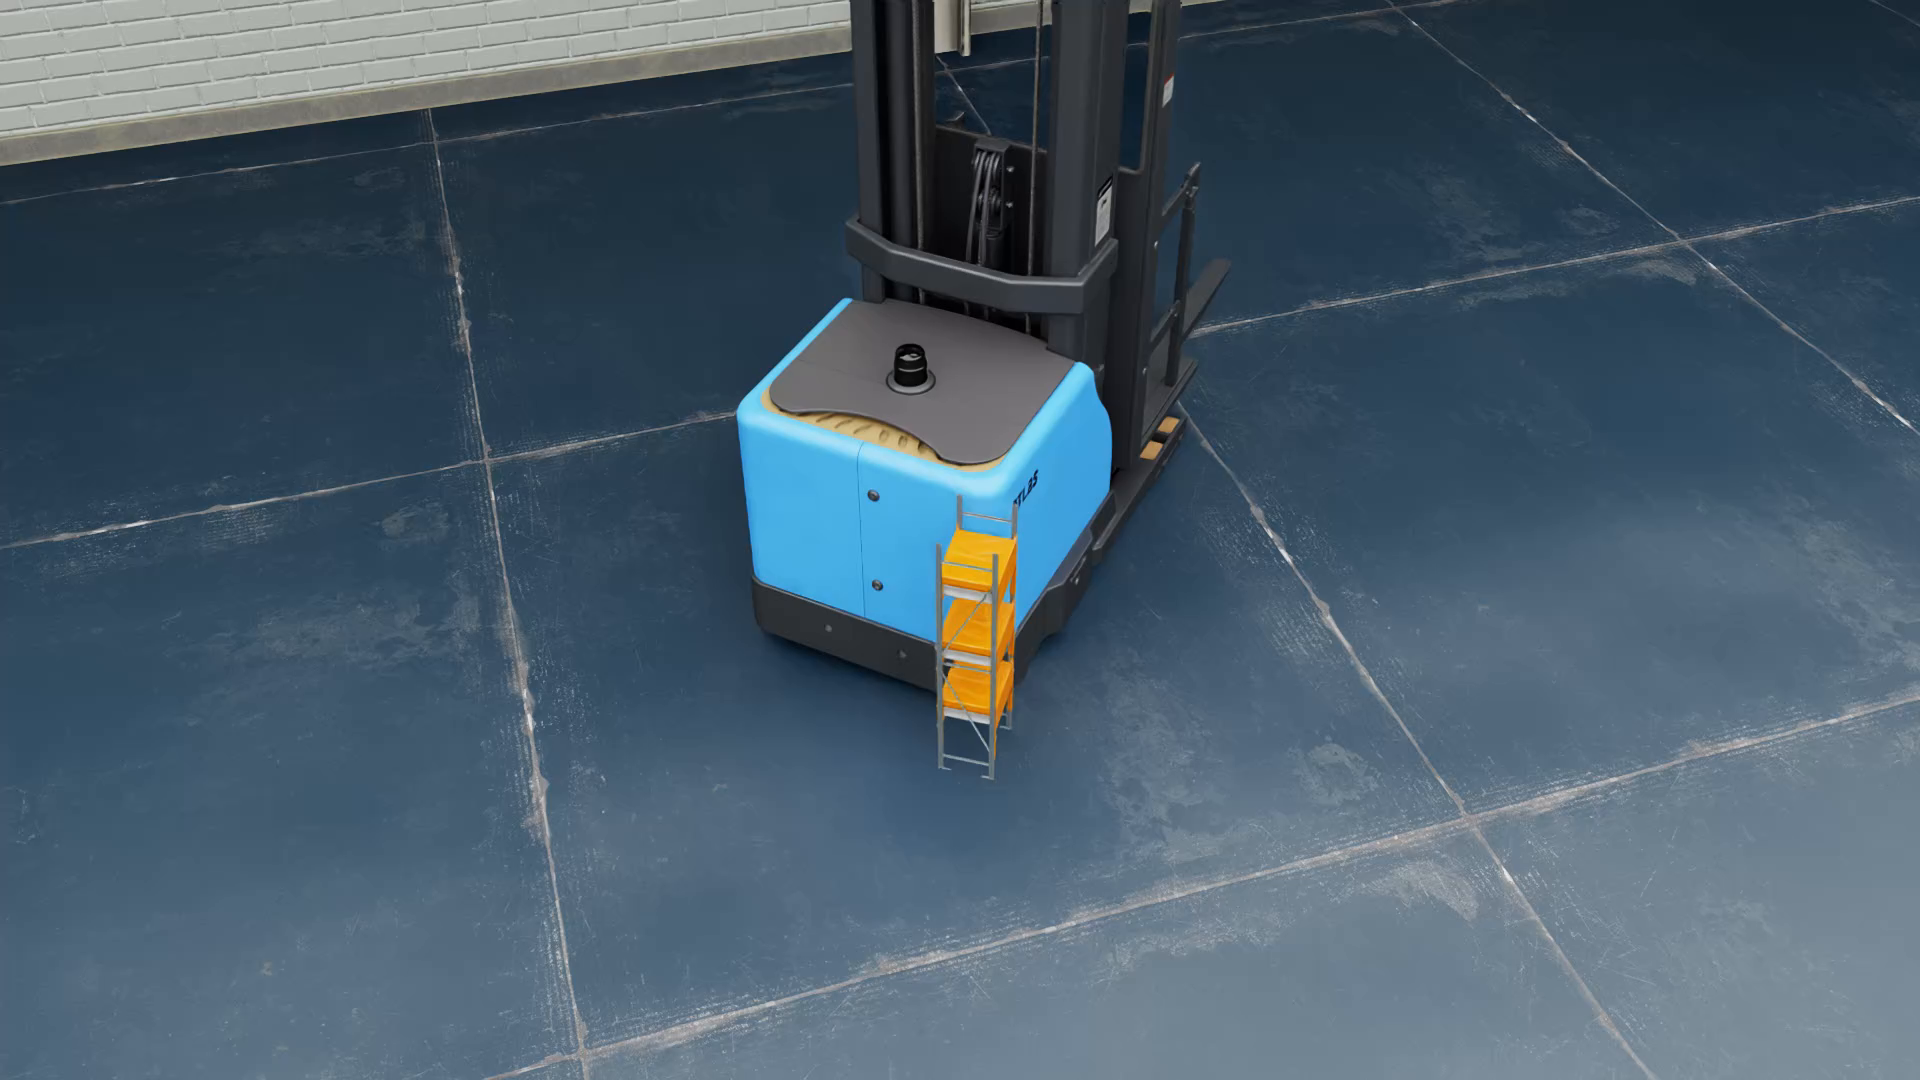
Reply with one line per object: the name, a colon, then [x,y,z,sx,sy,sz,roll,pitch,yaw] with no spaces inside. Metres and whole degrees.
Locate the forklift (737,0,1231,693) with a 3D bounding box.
forklift: [0.324,-1.476,6.211,1.130,2.935,3.031,18,44,19]

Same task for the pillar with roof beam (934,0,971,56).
pillar with roof beam: [1.126,-3.702,4.148,0.400,9.000,9.100,-12,42,-13]

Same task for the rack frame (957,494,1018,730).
rack frame: [0.087,0.268,5.646,0.200,1.050,0.008,10,42,12]

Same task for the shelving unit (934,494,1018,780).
shelving unit: [0.054,0.345,5.557,0.215,1.050,0.252,10,42,12]

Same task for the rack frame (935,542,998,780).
rack frame: [0.021,0.422,5.469,0.200,1.050,0.008,10,42,12]

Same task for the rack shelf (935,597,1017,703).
rack shelf: [0.054,0.353,5.564,0.215,0.259,0.240,10,42,12]

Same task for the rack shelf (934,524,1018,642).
rack shelf: [0.054,0.139,5.378,0.215,0.259,0.240,10,42,12]

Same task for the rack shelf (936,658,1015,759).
rack shelf: [0.054,0.562,5.747,0.215,0.259,0.240,10,42,12]
